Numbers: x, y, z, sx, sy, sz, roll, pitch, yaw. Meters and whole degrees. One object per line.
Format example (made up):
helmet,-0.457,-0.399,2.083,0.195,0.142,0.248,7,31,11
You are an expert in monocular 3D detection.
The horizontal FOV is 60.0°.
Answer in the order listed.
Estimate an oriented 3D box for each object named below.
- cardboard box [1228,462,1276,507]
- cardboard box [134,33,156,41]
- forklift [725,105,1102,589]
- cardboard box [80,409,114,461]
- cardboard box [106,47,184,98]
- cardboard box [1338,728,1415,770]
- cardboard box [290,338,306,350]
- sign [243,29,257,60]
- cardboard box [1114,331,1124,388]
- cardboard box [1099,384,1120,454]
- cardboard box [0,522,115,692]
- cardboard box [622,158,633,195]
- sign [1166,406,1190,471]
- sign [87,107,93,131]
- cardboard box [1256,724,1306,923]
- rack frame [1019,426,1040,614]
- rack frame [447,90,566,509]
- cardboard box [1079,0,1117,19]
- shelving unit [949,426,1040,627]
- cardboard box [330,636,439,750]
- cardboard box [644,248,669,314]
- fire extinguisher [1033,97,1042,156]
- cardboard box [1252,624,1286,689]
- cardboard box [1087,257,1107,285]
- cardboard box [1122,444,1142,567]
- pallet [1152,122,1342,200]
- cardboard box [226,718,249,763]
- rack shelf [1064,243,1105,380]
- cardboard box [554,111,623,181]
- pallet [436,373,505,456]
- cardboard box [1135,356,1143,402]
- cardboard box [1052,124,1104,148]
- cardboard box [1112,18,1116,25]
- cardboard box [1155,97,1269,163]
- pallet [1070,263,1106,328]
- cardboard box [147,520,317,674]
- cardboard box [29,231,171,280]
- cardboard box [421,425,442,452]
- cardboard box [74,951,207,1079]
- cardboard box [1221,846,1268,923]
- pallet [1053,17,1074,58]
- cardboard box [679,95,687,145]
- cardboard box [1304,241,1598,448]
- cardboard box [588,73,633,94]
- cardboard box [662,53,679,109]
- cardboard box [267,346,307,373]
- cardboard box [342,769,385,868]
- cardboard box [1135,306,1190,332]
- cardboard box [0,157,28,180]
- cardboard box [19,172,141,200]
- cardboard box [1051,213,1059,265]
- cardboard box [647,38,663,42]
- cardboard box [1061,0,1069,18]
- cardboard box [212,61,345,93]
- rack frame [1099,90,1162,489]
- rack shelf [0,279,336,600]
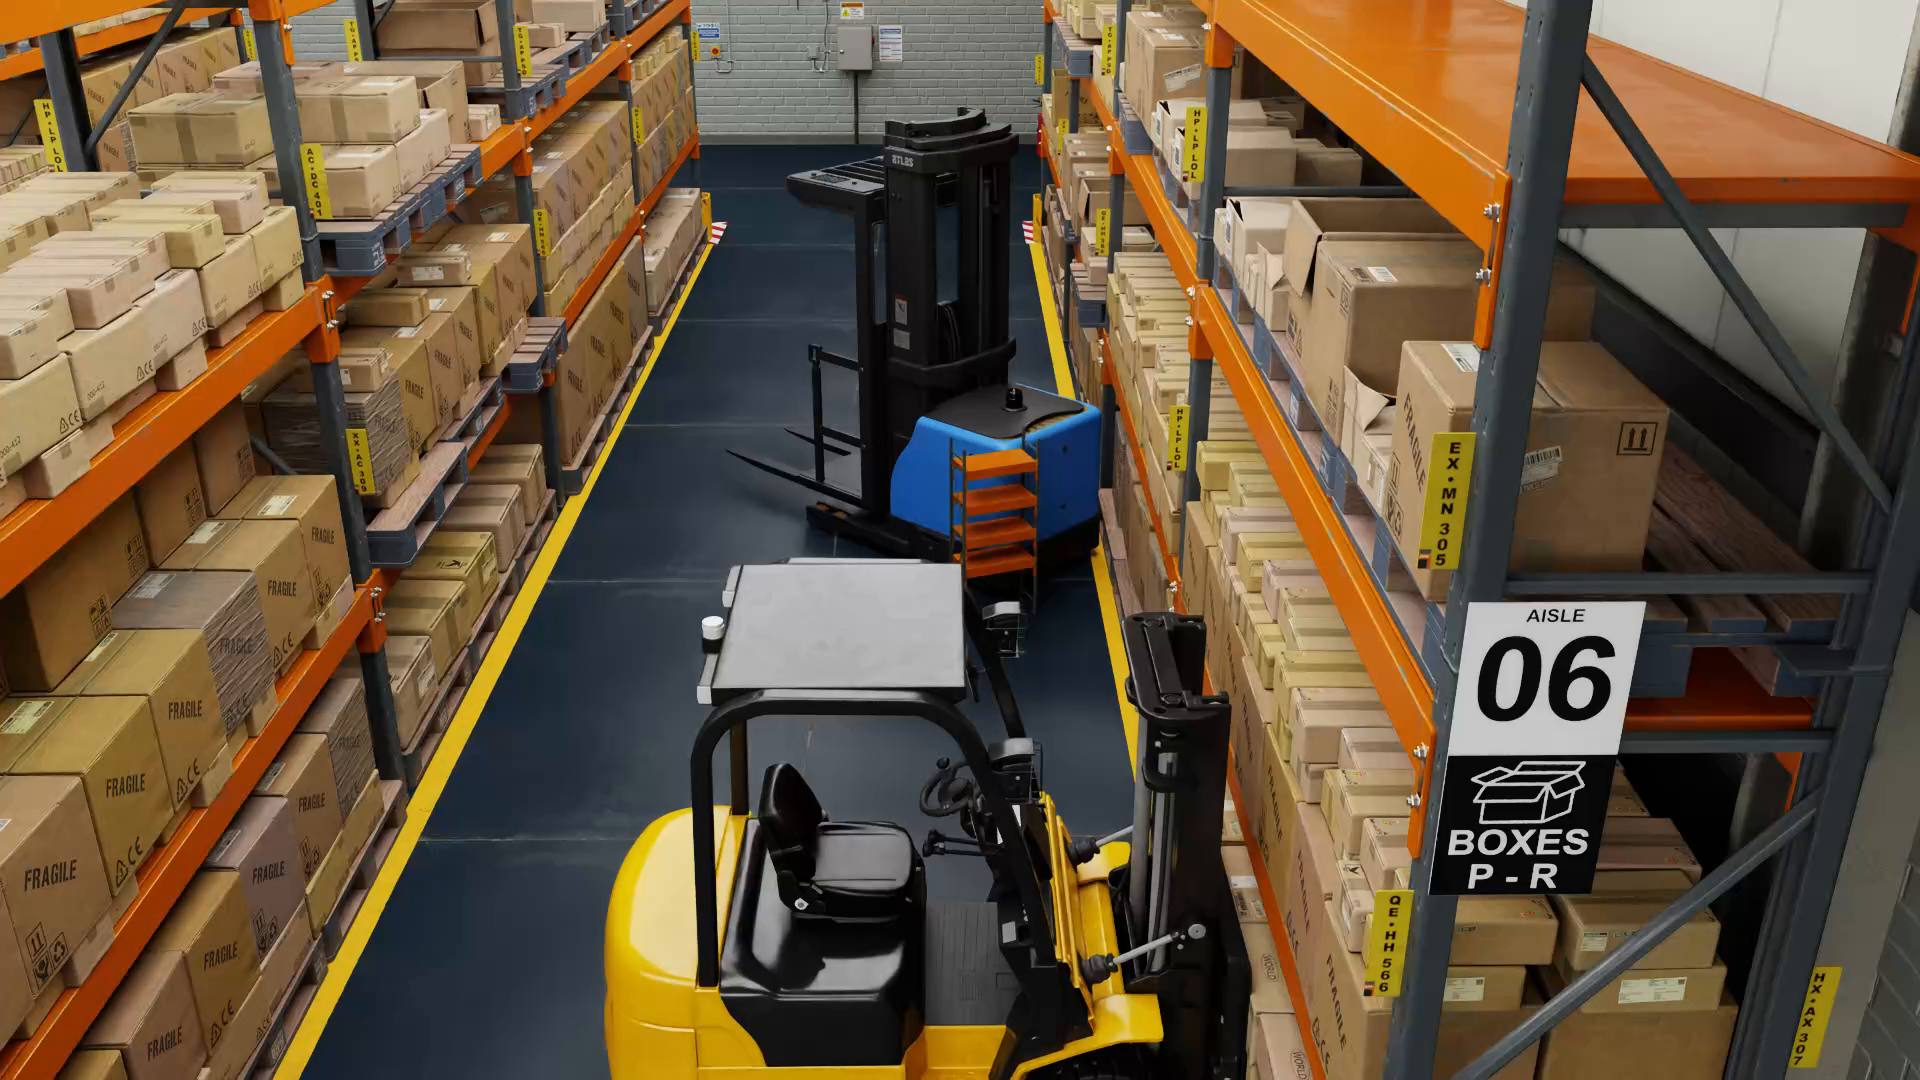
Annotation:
cardboard box,1.395,-0.231,7.352,0.380,0.149,0.250,0,24,0
cardboard box,-8.715,-5.094,17.678,0.500,0.500,0.500,0,24,1
forklift,-0.463,-1.511,11.534,3.031,2.935,1.130,21,32,38
cardboard box,-3.083,-0.354,5.557,0.380,0.149,0.250,-1,24,-2
cardboard box,-8.183,-4.660,16.718,0.500,0.500,0.500,-1,24,-2
cardboard box,1.414,0.718,5.253,0.380,0.149,0.250,0,24,0
cardboard box,-3.638,-1.112,8.790,0.380,0.149,0.250,-1,24,-2
sign,-7.911,-5.518,18.521,0.100,0.325,0.005,0,24,-1
cardboard box,1.294,-1.184,10.909,0.500,0.250,0.500,-1,24,-2
cardboard box,1.314,-0.869,12.555,0.500,0.500,0.500,0,24,1
cardboard box,-3.540,0.207,5.957,0.700,0.500,0.500,0,24,-1
cardboard box,-3.226,-3.246,14.863,0.500,0.250,0.500,0,24,-1
sign,1.034,-0.480,7.862,0.100,0.325,0.005,0,24,-1
sign,-7.867,-3.735,14.963,0.100,0.325,0.005,0,24,-1
cardboard box,1.350,0.981,5.819,0.500,0.500,0.500,-1,24,-2
rack frame,0.439,-0.118,10.555,0.015,1.200,0.240,-9,26,-20
rack frame,-3.430,-1.619,11.690,1.000,3.000,0.127,0,24,-1
cardboard box,1.130,-4.157,12.974,0.380,0.149,0.250,0,24,0
shelving unit,0.212,-0.081,10.473,0.503,1.200,0.258,-9,26,-20
cardboard box,-3.395,0.819,8.979,0.950,0.372,0.625,0,24,0
cardboard box,-3.373,-2.551,16.349,0.875,0.438,0.875,-1,24,-1
fire extinguisher,0.982,-4.793,19.254,0.296,0.674,0.183,0,24,-1
cardboard box,1.314,0.434,6.242,0.380,0.149,0.250,-1,24,-2
cardboard box,1.142,-1.989,12.303,0.380,0.149,0.250,0,24,0
cardboard box,1.541,-0.226,10.982,0.875,0.625,0.625,1,24,1
pallet,1.645,-2.184,9.527,1.003,0.211,1.213,1,24,2
cardboard box,-3.091,0.799,6.649,0.380,0.149,0.250,-1,24,-1
rack shelf,1.511,-2.139,13.713,1.077,0.370,4.000,0,24,-1
cardboard box,-3.205,-3.372,14.232,0.500,0.500,0.500,0,24,0
pallet,-3.368,-0.716,9.927,1.003,0.211,1.213,0,24,-1
cardboard box,1.317,-0.986,9.866,0.500,0.250,0.500,0,24,0
cardboard box,1.223,-4.191,17.198,0.500,0.250,0.500,-1,24,-2
cardboard box,1.283,-3.617,11.805,0.380,0.149,0.250,-1,24,-2
cardboard box,1.317,-2.171,8.748,0.500,0.311,0.500,-1,24,-2
pallet,1.456,-1.835,12.399,1.213,0.211,1.003,0,24,-1
cardboard box,-3.120,0.242,7.093,0.500,0.500,0.500,1,24,1
cardboard box,-3.138,-1.028,6.080,0.380,0.149,0.250,-1,24,-2
cardboard box,-3.111,-0.603,9.238,0.380,0.149,0.250,0,24,0
cardboard box,-3.086,1.838,5.963,0.500,0.500,0.500,-1,24,-3
cardboard box,1.279,1.444,6.531,0.500,0.250,0.500,-1,24,-2
pallet,1.427,-4.303,14.213,1.213,0.211,1.003,0,24,-1
cardboard box,-3.257,-4.557,18.064,0.500,0.500,0.500,-1,24,-2
cardboard box,1.461,-0.600,5.043,0.700,0.500,0.500,0,24,0
cardboard box,-3.218,-4.195,15.264,0.380,0.149,0.250,-1,24,-1
cardboard box,-3.237,-4.800,17.389,0.500,0.500,0.500,0,24,-1
cardboard box,-3.628,-0.737,8.748,0.500,0.500,0.500,0,24,0
cardboard box,-3.111,1.333,7.990,0.500,0.250,0.500,1,24,2
cardboard box,1.267,-1.320,10.120,0.380,0.149,0.250,0,24,1
cardboard box,-8.218,-3.170,14.192,0.380,0.149,0.250,-1,24,-2
cardboard box,-3.709,-1.455,7.025,0.380,0.149,0.250,-1,24,-1
cardboard box,1.234,-3.169,17.640,0.500,0.500,0.500,0,24,0
cardboard box,-3.306,-5.143,17.359,0.380,0.149,0.250,0,24,-1
cardboard box,1.063,-4.549,14.202,0.380,0.149,0.250,0,24,0
cardboard box,-3.553,-2.347,8.725,0.500,0.250,0.500,0,24,0
rack frame,1.533,-1.643,11.743,1.000,3.000,0.127,0,24,-1
rack shelf,-3.365,-0.186,5.754,1.077,0.370,4.000,0,24,-1
